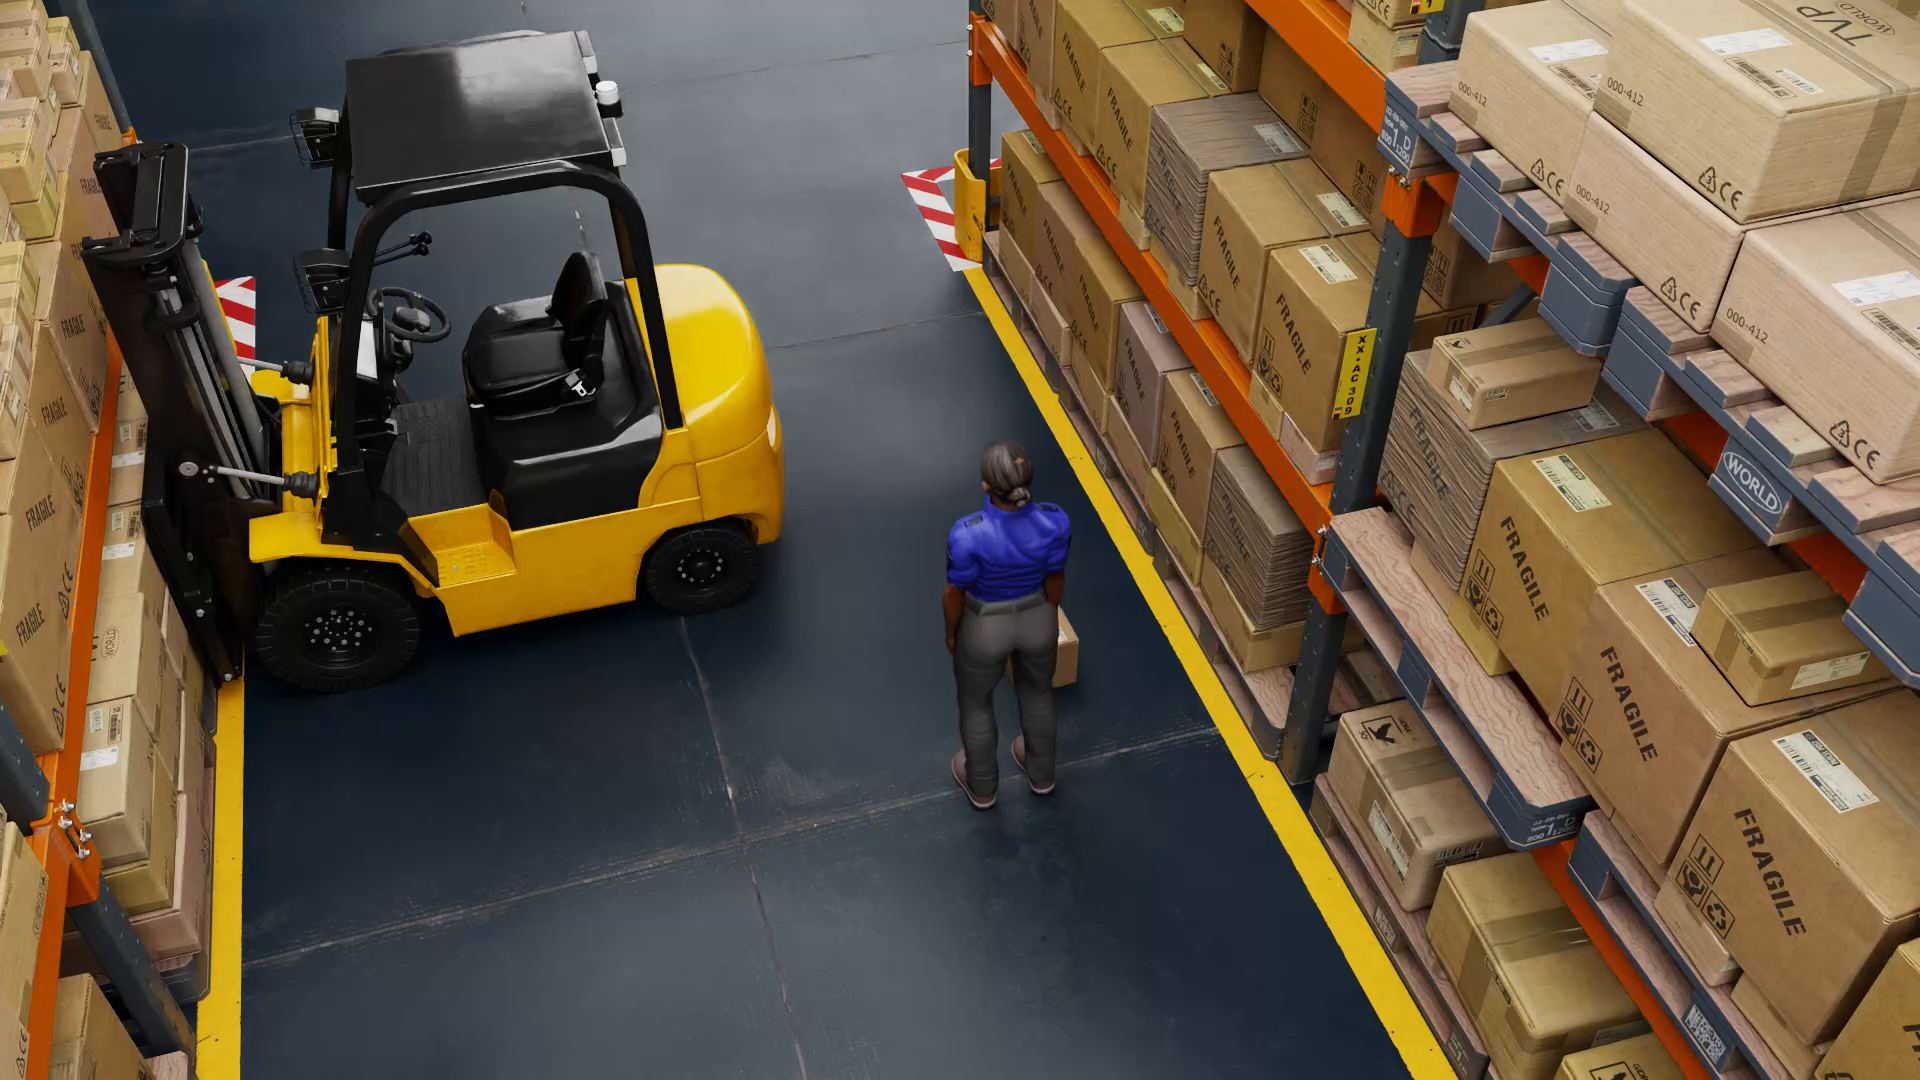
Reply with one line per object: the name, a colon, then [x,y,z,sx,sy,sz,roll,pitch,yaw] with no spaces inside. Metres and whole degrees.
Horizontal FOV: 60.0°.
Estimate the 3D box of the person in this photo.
person: [0.147,0.302,5.838,0.437,1.657,0.300,-11,44,-12]
